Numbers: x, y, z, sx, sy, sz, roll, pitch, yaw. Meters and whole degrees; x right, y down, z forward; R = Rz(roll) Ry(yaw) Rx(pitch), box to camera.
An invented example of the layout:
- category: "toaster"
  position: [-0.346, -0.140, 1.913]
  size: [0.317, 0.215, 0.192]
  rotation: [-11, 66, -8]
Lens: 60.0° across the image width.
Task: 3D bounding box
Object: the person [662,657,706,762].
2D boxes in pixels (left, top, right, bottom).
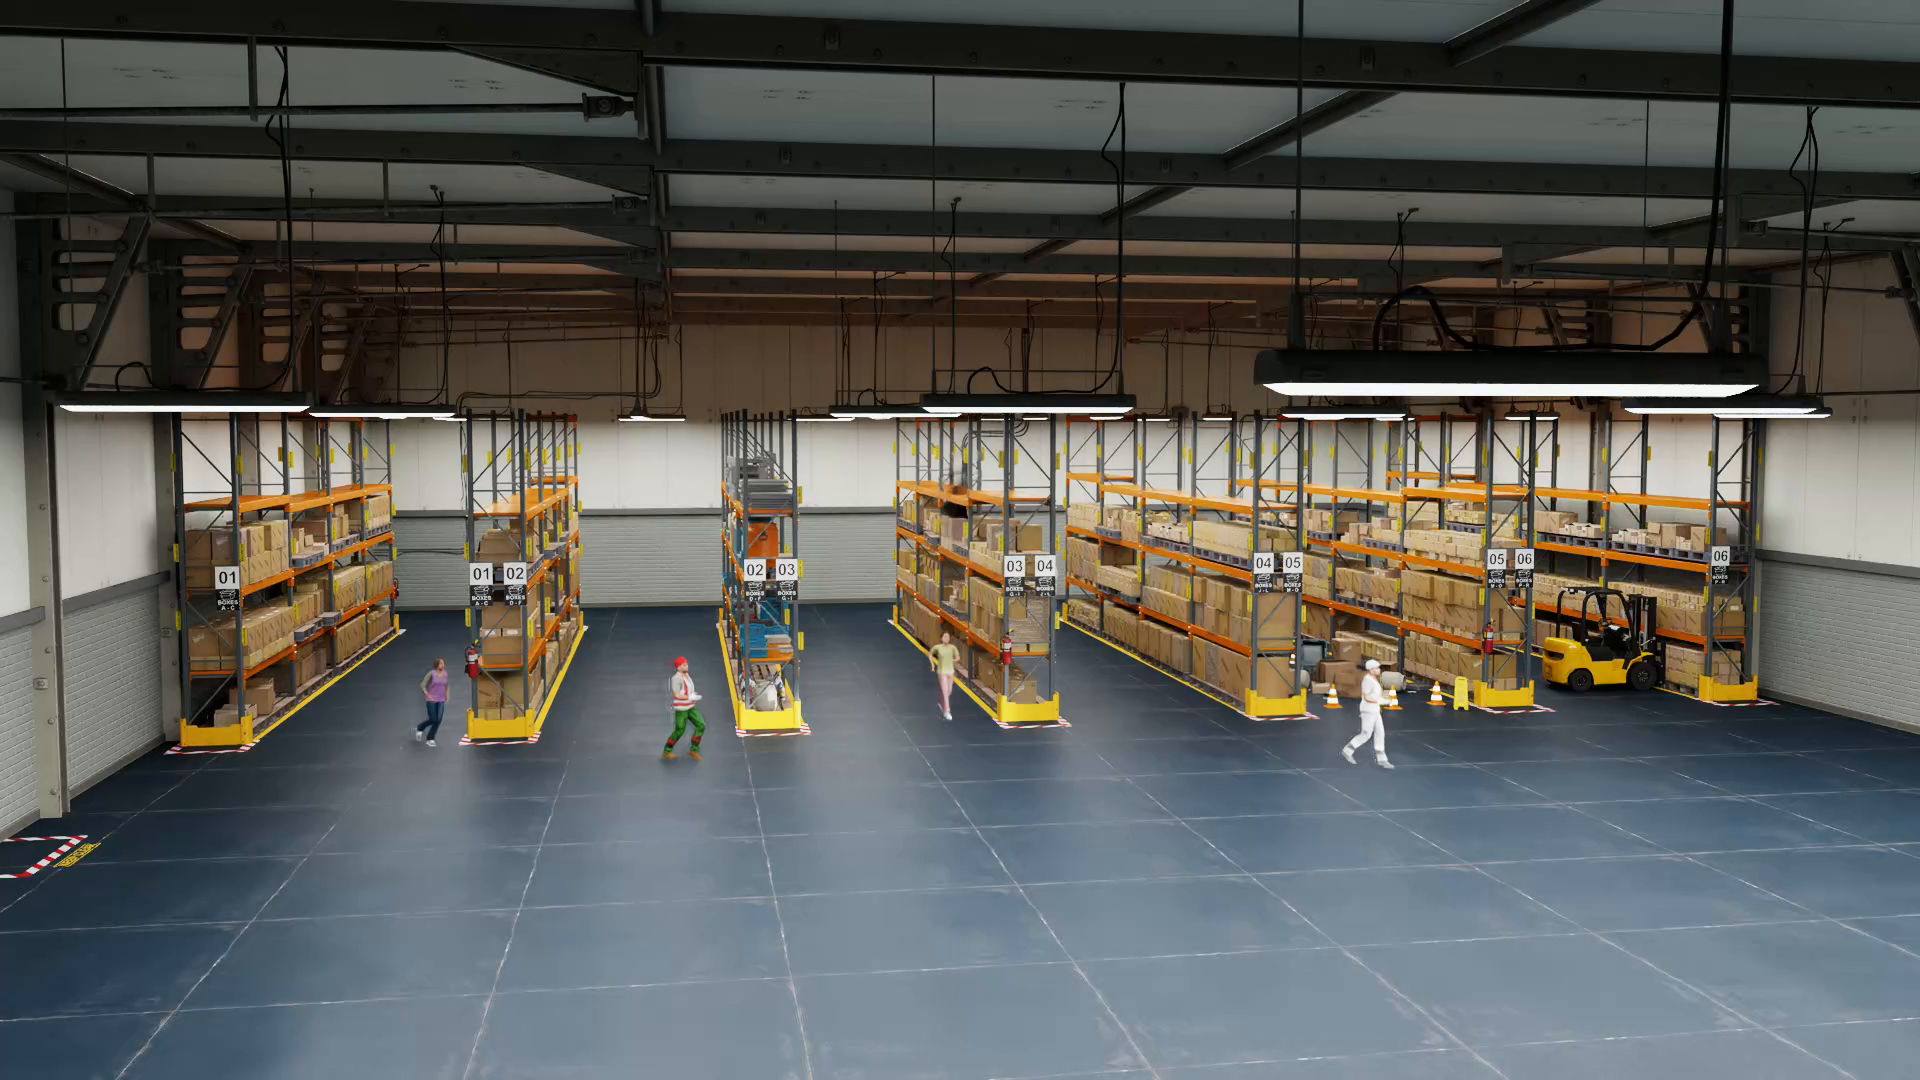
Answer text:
- category: "person"
  position: [-4.681, 2.876, 28.218]
  size: [0.761, 1.808, 0.664]
  rotation: [1, 4, 19]

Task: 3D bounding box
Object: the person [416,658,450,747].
- category: "person"
  position: [-9.381, 2.970, 29.743]
  size: [0.572, 1.366, 0.560]
  rotation: [4, 5, 42]

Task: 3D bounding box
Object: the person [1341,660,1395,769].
- category: "person"
  position: [6.816, 2.887, 27.705]
  size: [0.883, 1.807, 0.682]
  rotation: [2, 4, 26]

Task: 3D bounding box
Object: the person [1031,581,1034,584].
- category: "person"
  position: [1.893, 1.511, 47.692]
  size: [0.850, 1.776, 0.855]
  rotation: [1, 4, 12]

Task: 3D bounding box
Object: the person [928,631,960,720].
- category: "person"
  position: [-0.283, 2.599, 32.377]
  size: [0.577, 1.663, 0.947]
  rotation: [-1, 4, -19]
